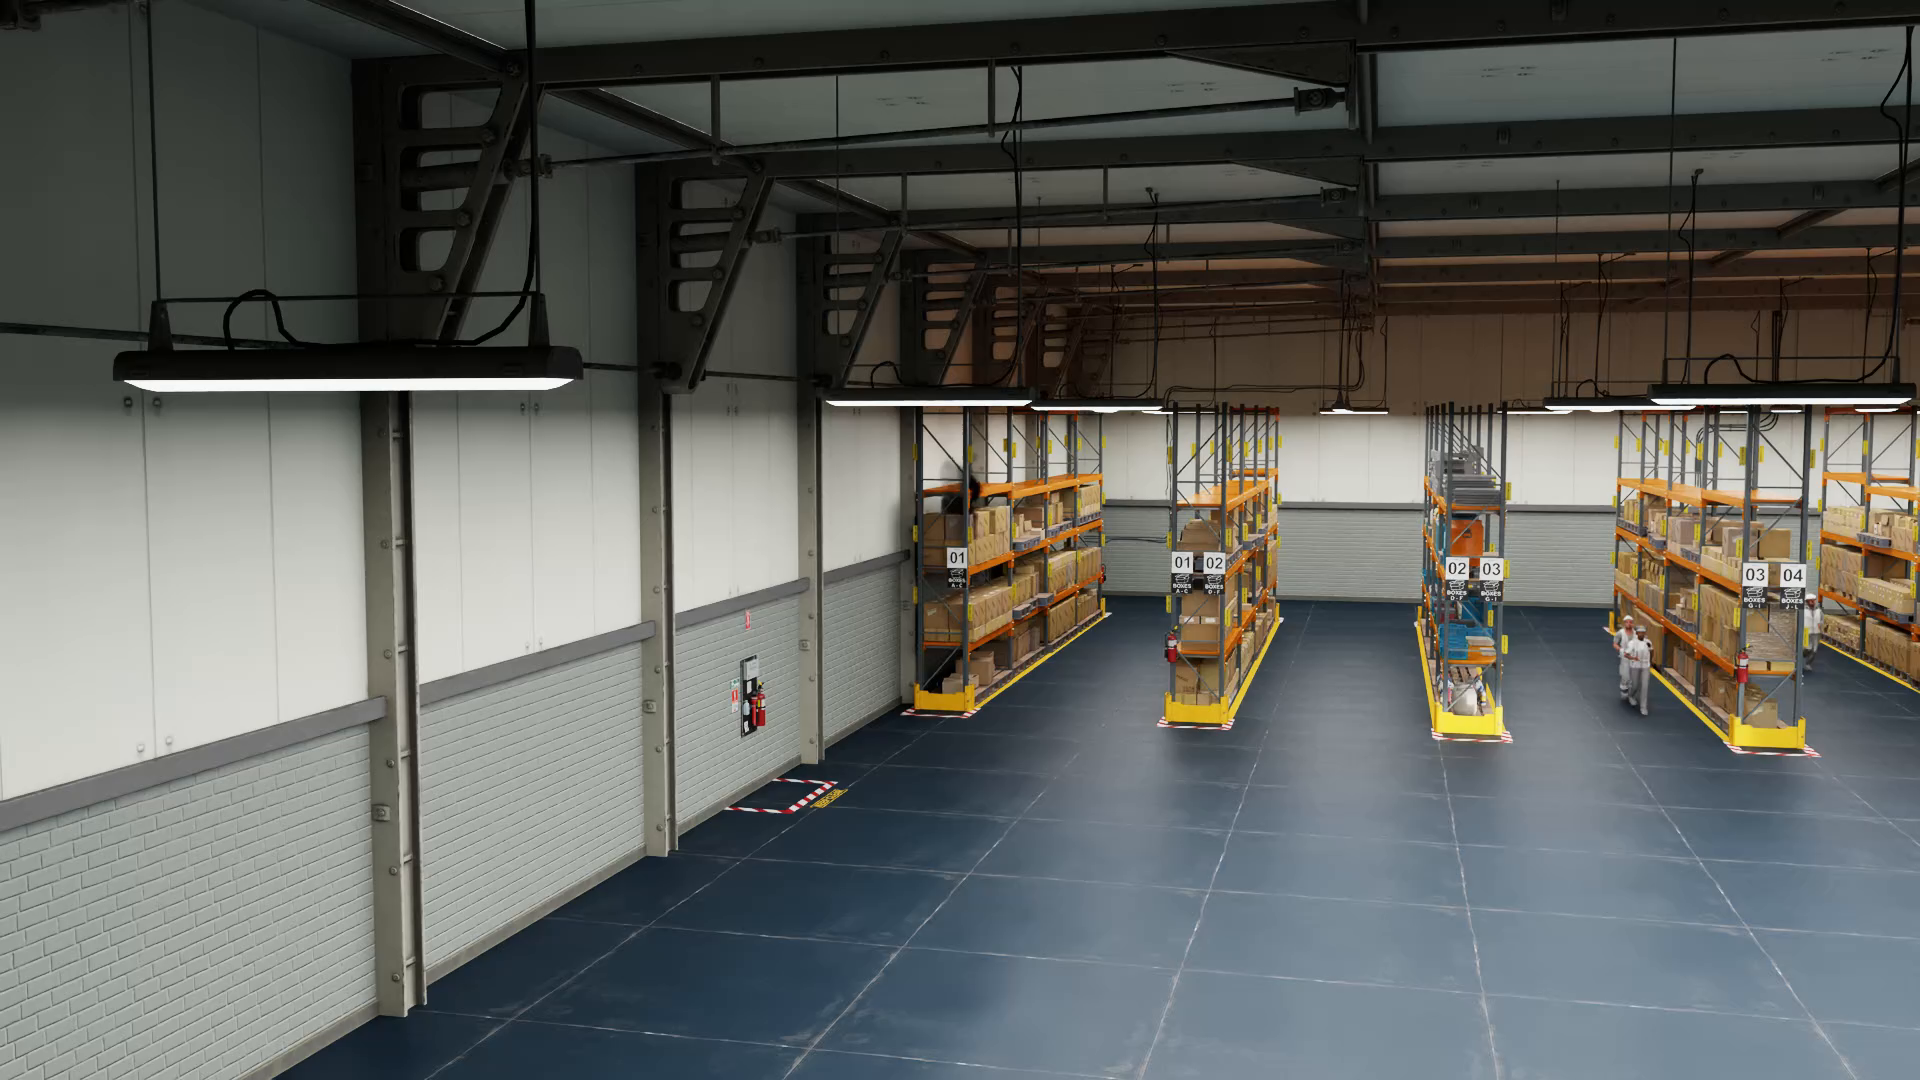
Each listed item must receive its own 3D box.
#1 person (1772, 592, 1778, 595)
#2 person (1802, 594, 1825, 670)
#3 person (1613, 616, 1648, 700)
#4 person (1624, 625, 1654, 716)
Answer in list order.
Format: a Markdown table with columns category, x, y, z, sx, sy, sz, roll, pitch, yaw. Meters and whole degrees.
| category | x | y | z | sx | sy | sz | roll | pitch | yaw |
| --- | --- | --- | --- | --- | --- | --- | --- | --- | --- |
| person | 21.058 | 1.648 | 43.598 | 0.905 | 1.682 | 0.753 | -4 | 6 | -43 |
| person | 19.166 | 2.083 | 37.469 | 0.644 | 1.730 | 0.591 | 0 | 4 | 5 |
| person | 13.438 | 2.378 | 33.314 | 0.687 | 1.732 | 0.748 | 1 | 4 | 18 |
| person | 13.185 | 2.487 | 32.253 | 0.582 | 1.699 | 0.920 | 1 | 4 | 10 |
